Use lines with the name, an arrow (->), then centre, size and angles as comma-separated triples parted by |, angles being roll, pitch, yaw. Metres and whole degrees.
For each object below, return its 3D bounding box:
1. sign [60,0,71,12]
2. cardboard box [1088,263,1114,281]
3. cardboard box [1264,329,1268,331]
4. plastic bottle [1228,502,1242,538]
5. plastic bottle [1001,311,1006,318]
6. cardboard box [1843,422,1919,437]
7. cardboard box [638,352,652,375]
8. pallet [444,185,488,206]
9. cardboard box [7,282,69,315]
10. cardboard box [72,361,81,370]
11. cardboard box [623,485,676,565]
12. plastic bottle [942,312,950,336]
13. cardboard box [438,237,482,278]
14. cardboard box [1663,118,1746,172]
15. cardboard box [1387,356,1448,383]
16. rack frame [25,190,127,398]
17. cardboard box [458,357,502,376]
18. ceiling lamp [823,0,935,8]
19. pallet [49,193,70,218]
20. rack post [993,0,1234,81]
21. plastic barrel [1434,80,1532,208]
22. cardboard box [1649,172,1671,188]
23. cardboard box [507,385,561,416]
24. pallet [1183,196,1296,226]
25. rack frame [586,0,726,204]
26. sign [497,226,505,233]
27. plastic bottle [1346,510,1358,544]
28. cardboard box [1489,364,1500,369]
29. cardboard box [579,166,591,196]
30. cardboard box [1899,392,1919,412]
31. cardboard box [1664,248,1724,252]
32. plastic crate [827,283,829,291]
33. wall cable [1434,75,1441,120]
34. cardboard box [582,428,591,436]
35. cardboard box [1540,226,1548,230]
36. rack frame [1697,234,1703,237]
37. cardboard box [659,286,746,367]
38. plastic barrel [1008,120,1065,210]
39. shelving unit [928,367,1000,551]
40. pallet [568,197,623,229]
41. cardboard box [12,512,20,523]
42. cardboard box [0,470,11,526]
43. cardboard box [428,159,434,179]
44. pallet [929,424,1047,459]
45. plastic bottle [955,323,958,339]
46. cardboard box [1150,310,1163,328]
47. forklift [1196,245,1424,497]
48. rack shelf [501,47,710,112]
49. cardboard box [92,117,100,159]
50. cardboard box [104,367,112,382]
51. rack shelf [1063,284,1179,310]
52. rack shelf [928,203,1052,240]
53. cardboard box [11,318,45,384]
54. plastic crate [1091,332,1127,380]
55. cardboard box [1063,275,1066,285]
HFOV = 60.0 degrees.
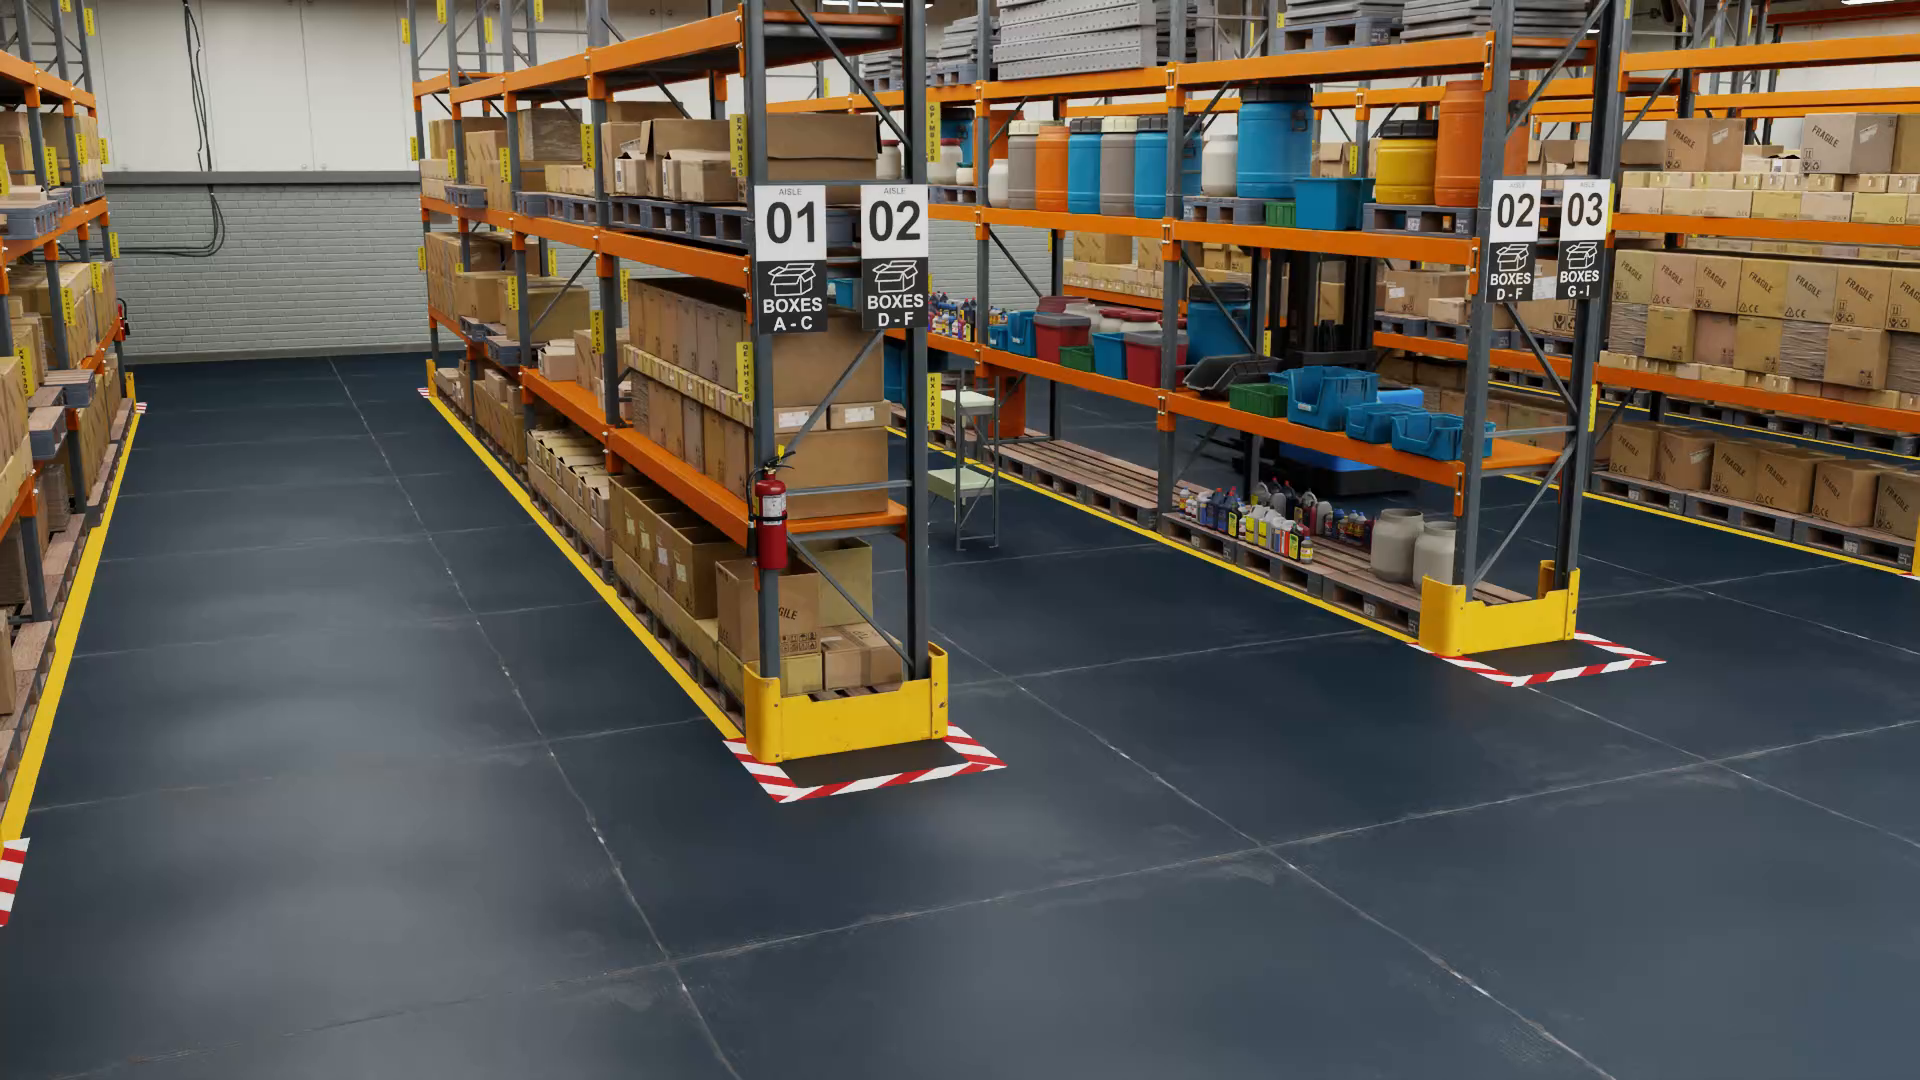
sign -> -9.519, -5.785, 17.660 | 0.100, 0.325, 0.005 | -6, 14, -23
cardboard box -> 2.360, -4.223, 26.136 | 0.500, 0.250, 0.500 | -6, 14, -25
cardboard box -> 4.600, -2.332, 22.072 | 1.225, 0.875, 0.875 | -6, 14, -23
plastic bottle -> 2.318, -0.169, 13.995 | 0.061, 0.283, 0.133 | -5, 14, -20
plastic bottle -> 0.529, -2.558, 19.554 | 0.097, 0.271, 0.097 | 0, 13, 0
cardboard box -> 11.063, -1.662, 19.457 | 1.050, 0.750, 0.750 | -6, 14, -23
cardboard box -> -2.133, -1.299, 12.170 | 0.380, 0.149, 0.250 | -6, 14, -24
pallet -> -5.277, -3.994, 19.238 | 1.213, 0.211, 1.003 | -6, 14, -23
cardboard box -> -8.366, -2.182, 15.058 | 0.500, 0.250, 0.500 | -5, 14, -22
cardboard box -> -8.450, -1.582, 15.567 | 0.380, 0.149, 0.250 | -5, 14, -21
cardboard box -> -2.163, -0.116, 12.222 | 0.500, 0.500, 0.500 | -6, 14, -23
plastic bottle -> -0.162, -2.521, 19.397 | 0.097, 0.271, 0.097 | 0, 13, 0
cardboard box -> -6.523, -3.696, 21.747 | 0.500, 0.500, 0.500 | -6, 14, -23
cardboard box -> 7.223, -3.835, 16.145 | 0.500, 0.500, 0.500 | -6, 14, -25
cardboard box -> 5.503, -2.059, 20.018 | 0.500, 0.250, 0.500 | -5, 14, -21
rack frame -> -11.613, -3.143, 21.799 | 1.000, 3.000, 0.127 | -6, 14, -23
cardboard box -> -6.231, -2.151, 22.072 | 0.797, 0.503, 0.637 | -6, 14, -23
ceiling lamp -> -1.303, -10.587, 27.710 | 2.000, 3.185, 0.800 | -6, 14, -23
pallet -> -8.715, -2.988, 14.895 | 1.213, 0.211, 1.003 | -5, 14, -20
rack post -> 1.403, -4.978, 15.979 | 1.013, 1.000, 3.121 | -6, 14, -23
plastic barrel -> 3.562, -2.697, 11.333 | 0.600, 0.830, 0.708 | -6, 14, -23
cardboard box -> 6.826, -3.445, 15.898 | 0.380, 0.149, 0.250 | -6, 14, -26
cardboard box -> -4.487, -1.484, 17.534 | 0.500, 0.250, 0.500 | -5, 14, -21
pallet -> 2.650, -2.788, 14.030 | 1.213, 0.211, 1.003 | -6, 14, -23
rack frame -> -2.269, -4.035, 12.347 | 1.000, 3.000, 0.127 | -6, 14, -23
sign -> -6.559, -4.356, 23.768 | 0.100, 0.325, 0.005 | -6, 14, -23
plastic bottle -> 3.255, -0.112, 13.776 | 0.097, 0.271, 0.097 | 0, 13, 0
cardboard box -> 8.243, -2.896, 25.344 | 0.500, 0.500, 0.500 | -5, 14, -21
cardboard box -> -2.979, -3.106, 14.386 | 0.500, 0.250, 0.500 | -7, 15, -28
cardboard box -> 8.009, -1.149, 13.741 | 0.380, 0.149, 0.250 | -6, 14, -23
cardboard box -> 7.242, -2.619, 16.434 | 0.500, 0.500, 0.500 | -6, 14, -23
plastic crate -> -2.091, -3.571, 23.885 | 0.416, 0.233, 0.300 | -6, 14, -23
wall cable -> 11.804, -9.783, 37.097 | 2.988, 3.039, 0.133 | -6, 14, -23
cardboard box -> -3.436, -0.991, 16.422 | 0.500, 0.311, 0.500 | -5, 14, -21
cardboard box -> 11.014, -5.792, 30.802 | 0.500, 0.500, 0.500 | -6, 14, -24
rack frame -> 12.685, -4.554, 27.895 | 1.000, 3.000, 0.127 | -6, 14, -23
cardboard box -> -1.682, -1.494, 11.574 | 0.700, 0.500, 0.500 | -6, 14, -23
plastic barrel -> 0.799, -3.902, 17.311 | 0.600, 0.901, 0.600 | 0, 13, 0
shelving unit -> 0.003, -0.729, 14.695 | 0.431, 1.500, 0.755 | -6, 14, -23
pallet -> -2.634, -2.662, 13.489 | 0.805, 0.209, 1.217 | -6, 14, -25
cardboard box -> -7.369, 0.087, 12.411 | 0.700, 0.500, 0.500 | -6, 14, -24
cardboard box -> -5.729, -0.220, 9.458 | 0.500, 0.250, 0.500 | -5, 14, -22
cardboard box -> -6.709, -4.887, 21.905 | 0.500, 0.250, 0.500 | -6, 14, -23
pallet -> 0.315, -1.186, 19.526 | 1.003, 0.211, 1.213 | -6, 14, -23
plastic bottle -> -0.006, -2.407, 19.057 | 0.097, 0.201, 0.097 | 0, 13, 0
cardboard box -> 3.414, -2.972, 24.840 | 0.875, 0.875, 0.875 | -6, 14, -23
forklift -> 3.614, -2.151, 17.664 | 1.130, 2.935, 3.031 | -6, 14, -23
rack shelf -> -3.070, -3.903, 14.259 | 1.077, 0.370, 4.000 | -6, 14, -23
cardboard box -> -11.070, -5.024, 20.788 | 0.500, 0.500, 0.500 | -6, 14, -23
cardboard box -> -10.396, -1.979, 19.940 | 0.380, 0.149, 0.250 | -6, 14, -25
rack shelf -> 2.804, -3.722, 25.894 | 1.077, 0.370, 4.000 | -6, 14, -23
rack shelf -> -0.132, -3.909, 20.052 | 1.077, 0.370, 4.000 | -6, 14, -23
cardboard box -> -7.963, -1.544, 13.693 | 0.700, 0.500, 0.500 | -7, 15, -28
plastic crate -> 1.544, -1.751, 15.818 | 0.392, 0.384, 0.575 | -6, 14, -23
cardboard box -> 1.842, -4.260, 27.181 | 0.380, 0.149, 0.250 | -5, 14, -22
